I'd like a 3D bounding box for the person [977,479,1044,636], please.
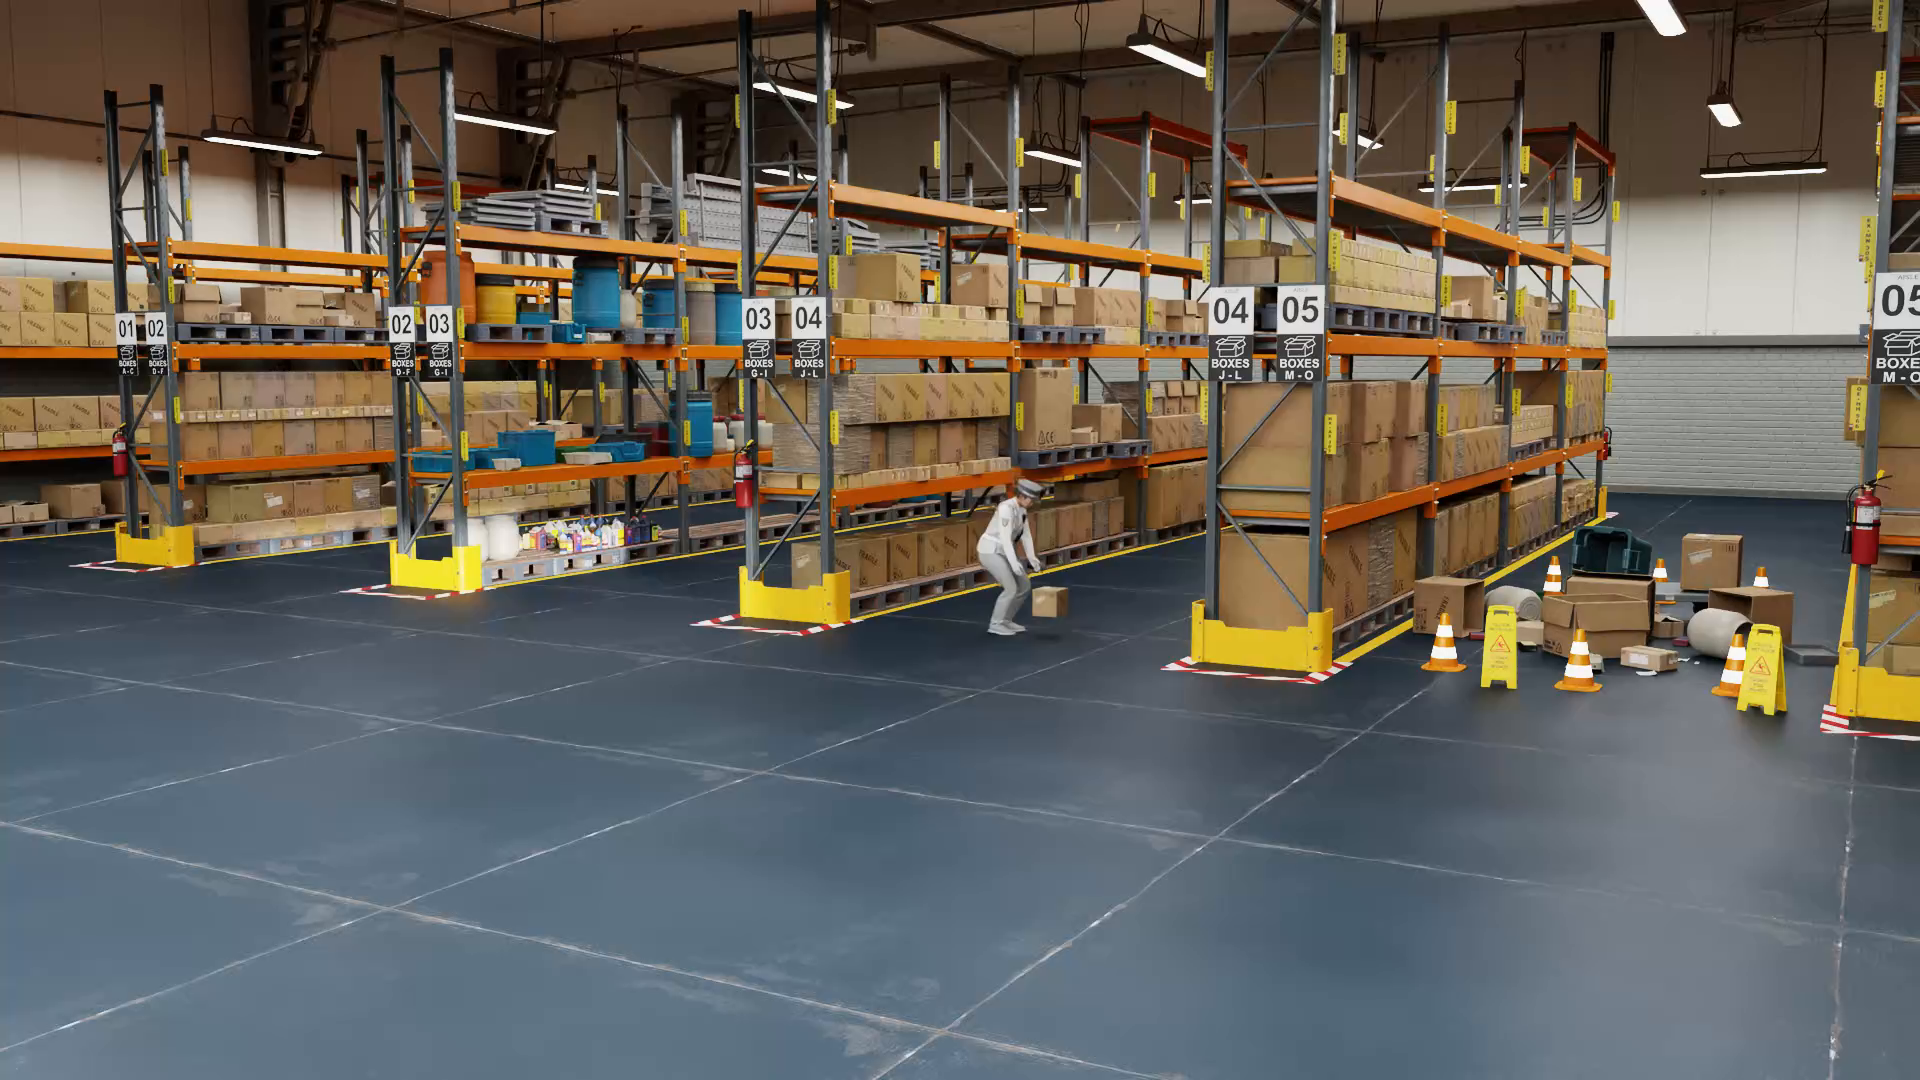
[{"bbox_3d":[0.494,0.154,15.845,0.633,1.479,0.532,3,7,29],"label":"person"}]
